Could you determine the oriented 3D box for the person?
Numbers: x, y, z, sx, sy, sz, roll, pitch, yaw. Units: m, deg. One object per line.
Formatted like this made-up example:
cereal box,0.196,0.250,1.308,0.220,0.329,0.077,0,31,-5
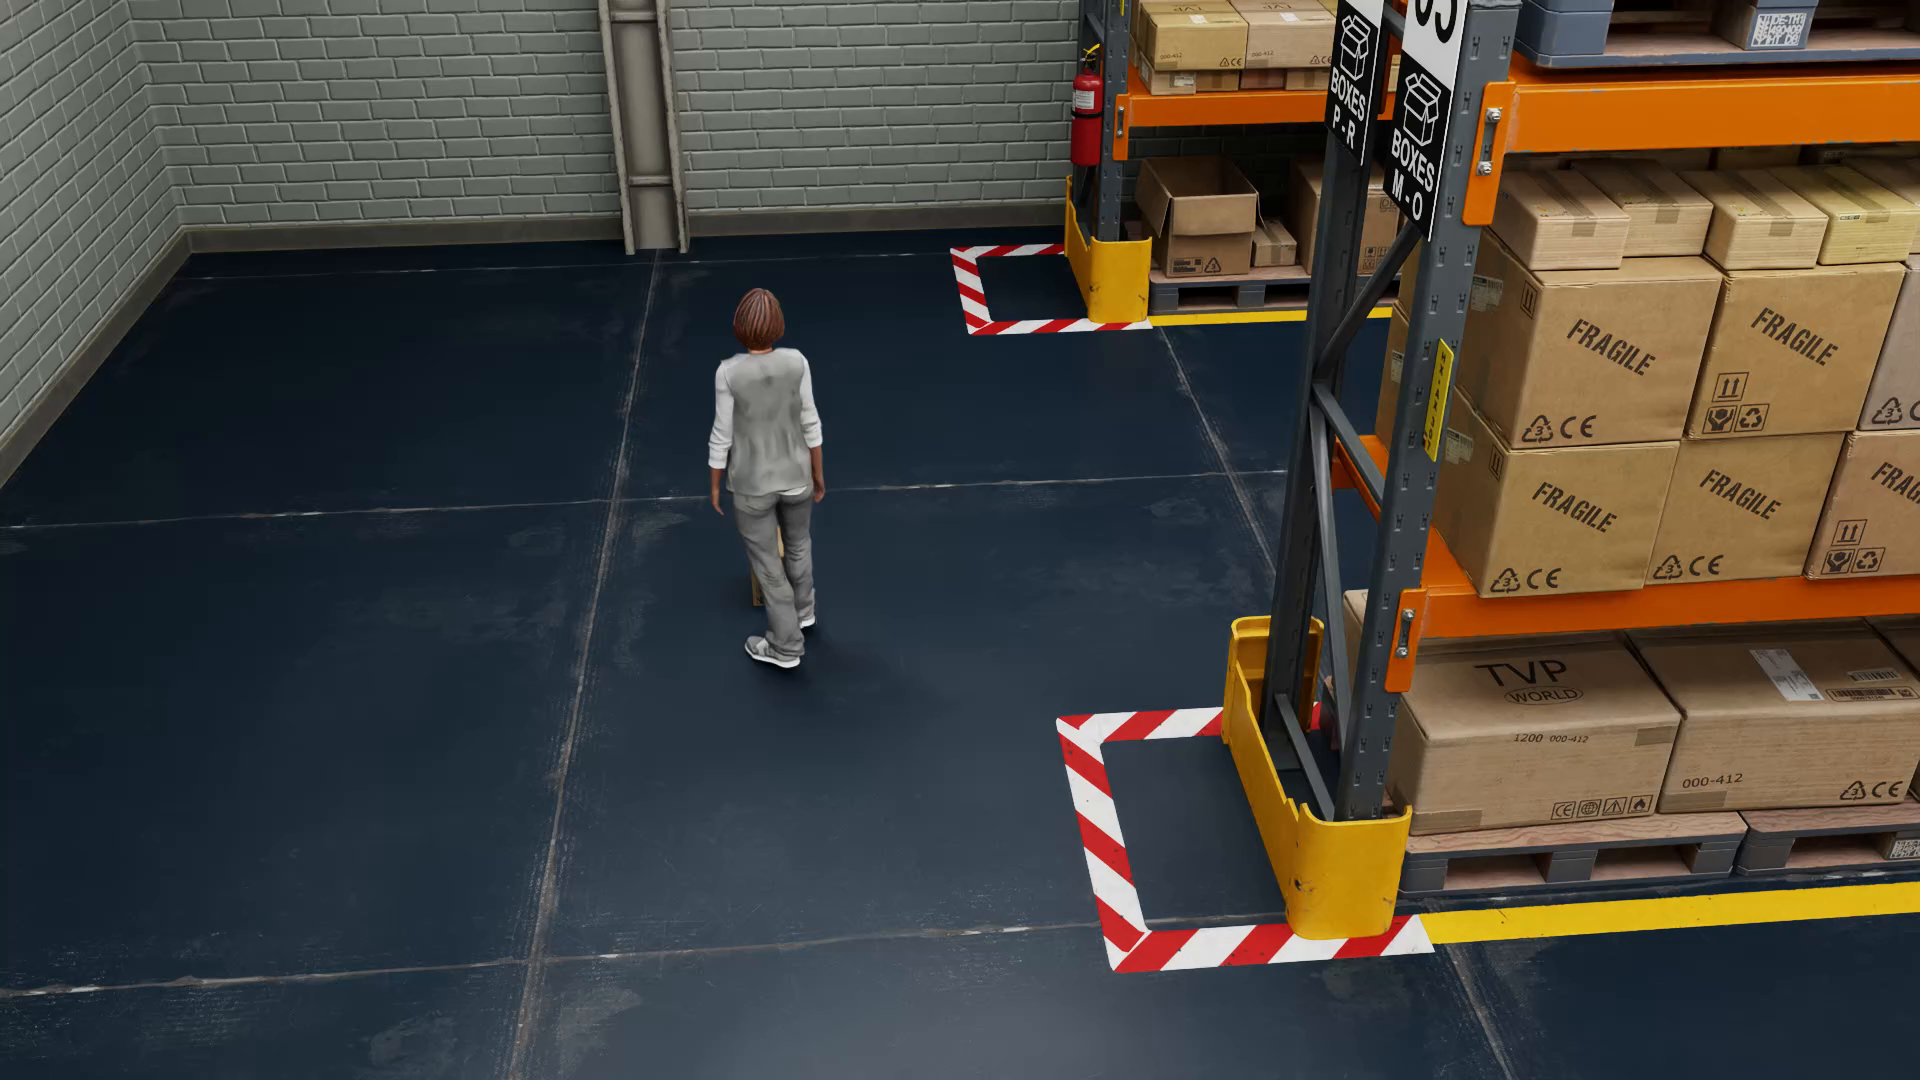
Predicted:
person,-0.775,-0.256,6.549,0.457,1.600,0.522,-15,35,-23
